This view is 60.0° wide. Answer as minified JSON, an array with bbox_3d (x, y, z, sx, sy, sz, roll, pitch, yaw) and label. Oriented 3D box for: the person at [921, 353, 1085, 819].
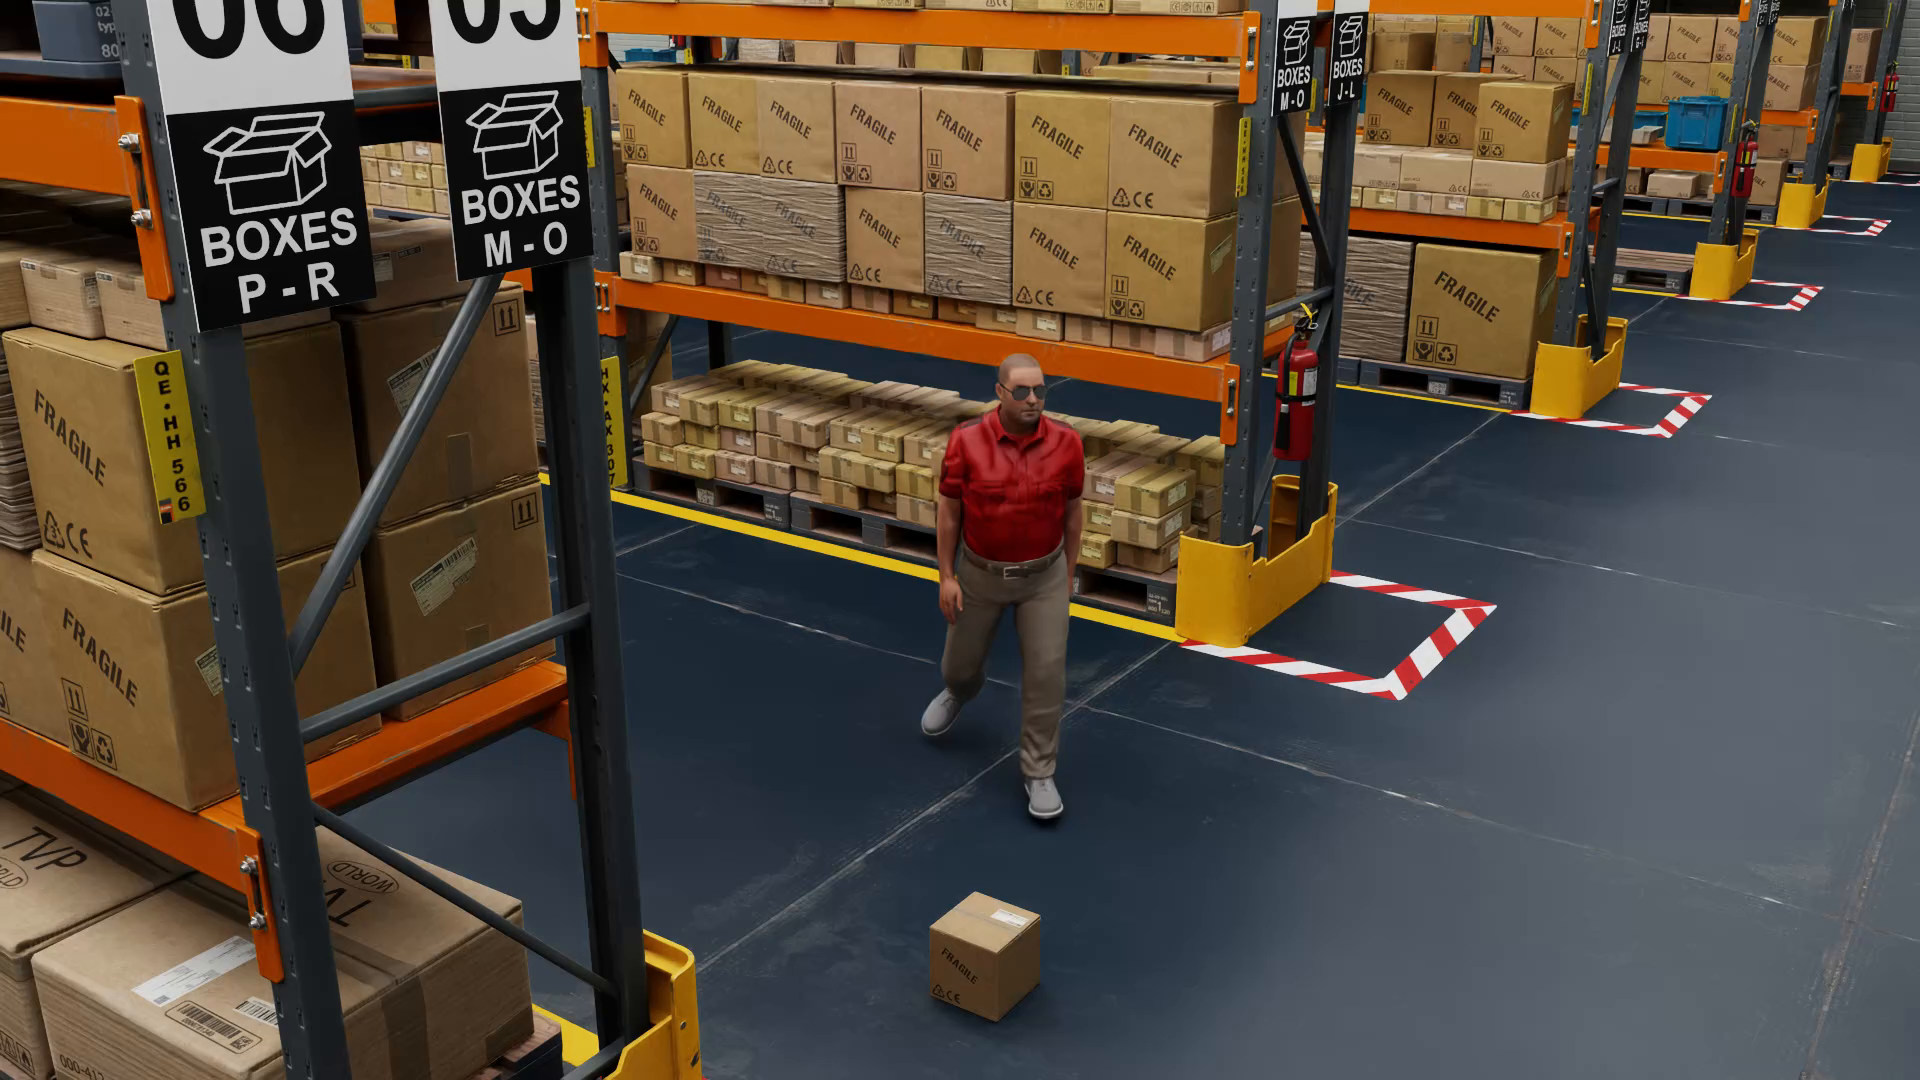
[{"bbox_3d":[0.158,0.110,6.243,0.592,1.708,0.841,-1,20,-4],"label":"person"}]
